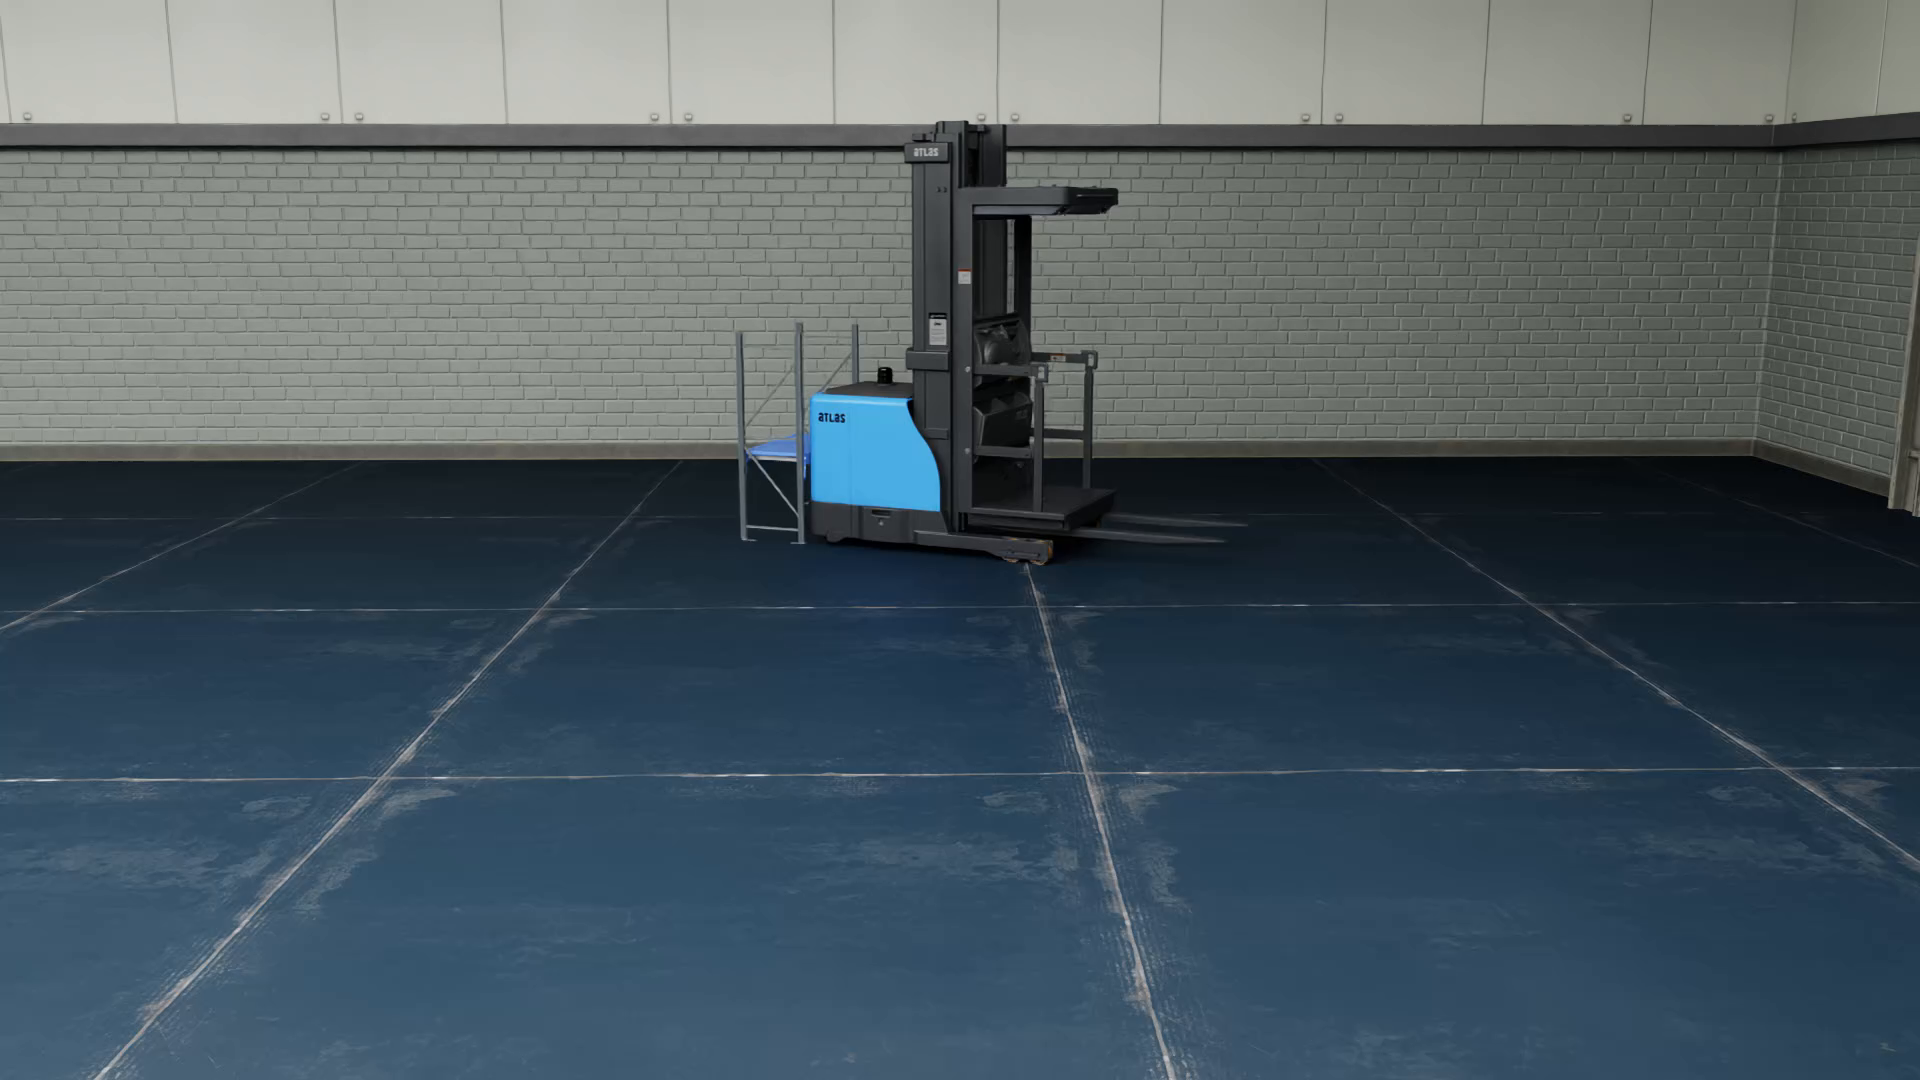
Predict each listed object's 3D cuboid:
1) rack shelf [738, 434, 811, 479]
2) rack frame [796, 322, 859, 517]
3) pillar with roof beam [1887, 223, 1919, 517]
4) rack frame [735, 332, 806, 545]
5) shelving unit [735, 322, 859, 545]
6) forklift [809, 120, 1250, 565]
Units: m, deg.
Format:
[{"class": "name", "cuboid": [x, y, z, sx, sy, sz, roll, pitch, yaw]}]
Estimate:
[{"class": "rack shelf", "cuboid": [-1.178, -0.637, 12.333, 0.538, 0.185, 1.000, 4, 12, 19]}, {"class": "rack frame", "cuboid": [-1.008, -0.909, 12.767, 0.500, 1.500, 0.032, 4, 12, 19]}, {"class": "pillar with roof beam", "cuboid": [3.294, -4.615, 12.172, 9.100, 9.000, 0.400, 0, 11, -1]}, {"class": "rack frame", "cuboid": [-1.347, -0.718, 11.828, 0.500, 1.500, 0.032, 4, 12, 19]}, {"class": "shelving unit", "cuboid": [-1.178, -0.814, 12.297, 0.538, 1.500, 1.048, 4, 12, 19]}, {"class": "forklift", "cuboid": [0.482, -1.385, 11.515, 3.031, 2.935, 1.130, 5, 12, 23]}]
